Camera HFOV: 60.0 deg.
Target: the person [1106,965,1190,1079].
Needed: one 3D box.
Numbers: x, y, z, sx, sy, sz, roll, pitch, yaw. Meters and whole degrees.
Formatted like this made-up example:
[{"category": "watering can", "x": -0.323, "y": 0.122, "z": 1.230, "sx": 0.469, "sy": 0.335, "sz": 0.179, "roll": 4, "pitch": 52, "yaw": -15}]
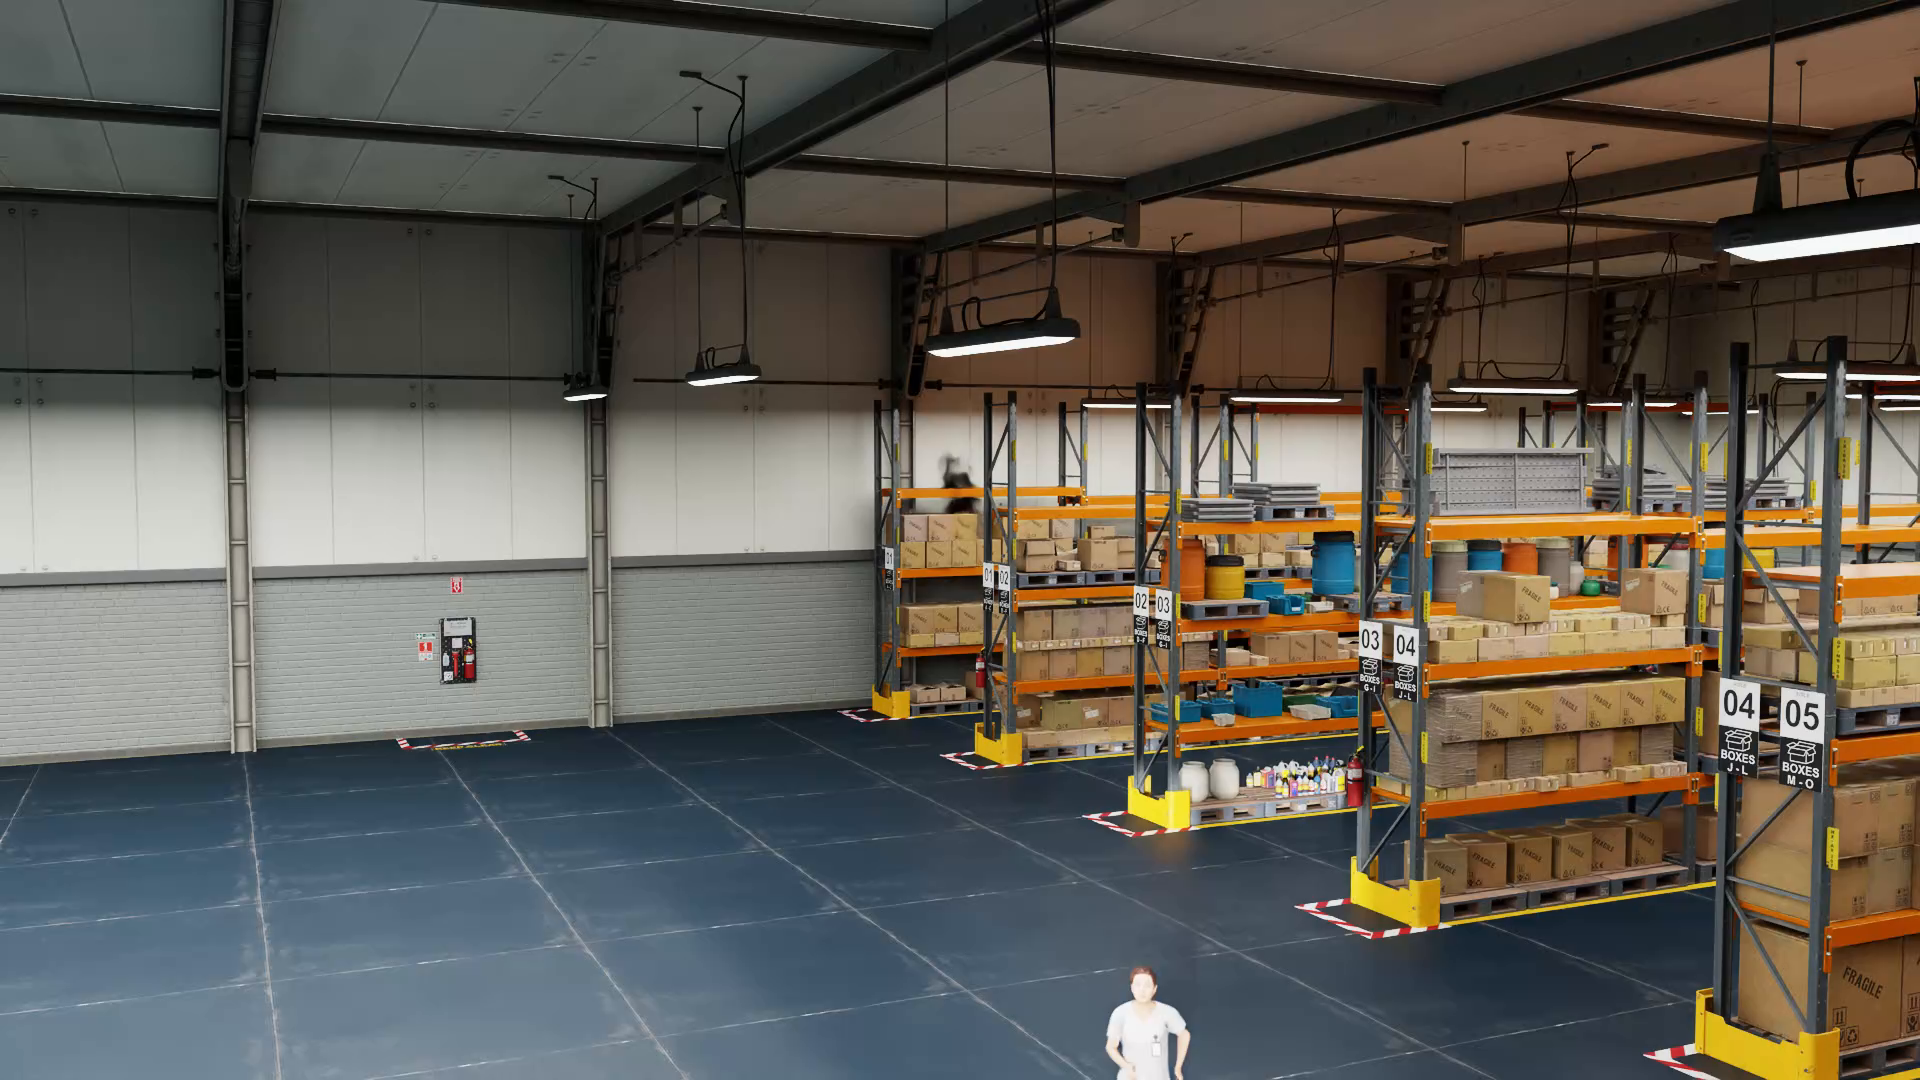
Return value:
[{"category": "person", "x": 1.248, "y": 3.689, "z": 11.187, "sx": 0.550, "sy": 1.633, "sz": 0.571, "roll": 1, "pitch": 3, "yaw": 13}]
